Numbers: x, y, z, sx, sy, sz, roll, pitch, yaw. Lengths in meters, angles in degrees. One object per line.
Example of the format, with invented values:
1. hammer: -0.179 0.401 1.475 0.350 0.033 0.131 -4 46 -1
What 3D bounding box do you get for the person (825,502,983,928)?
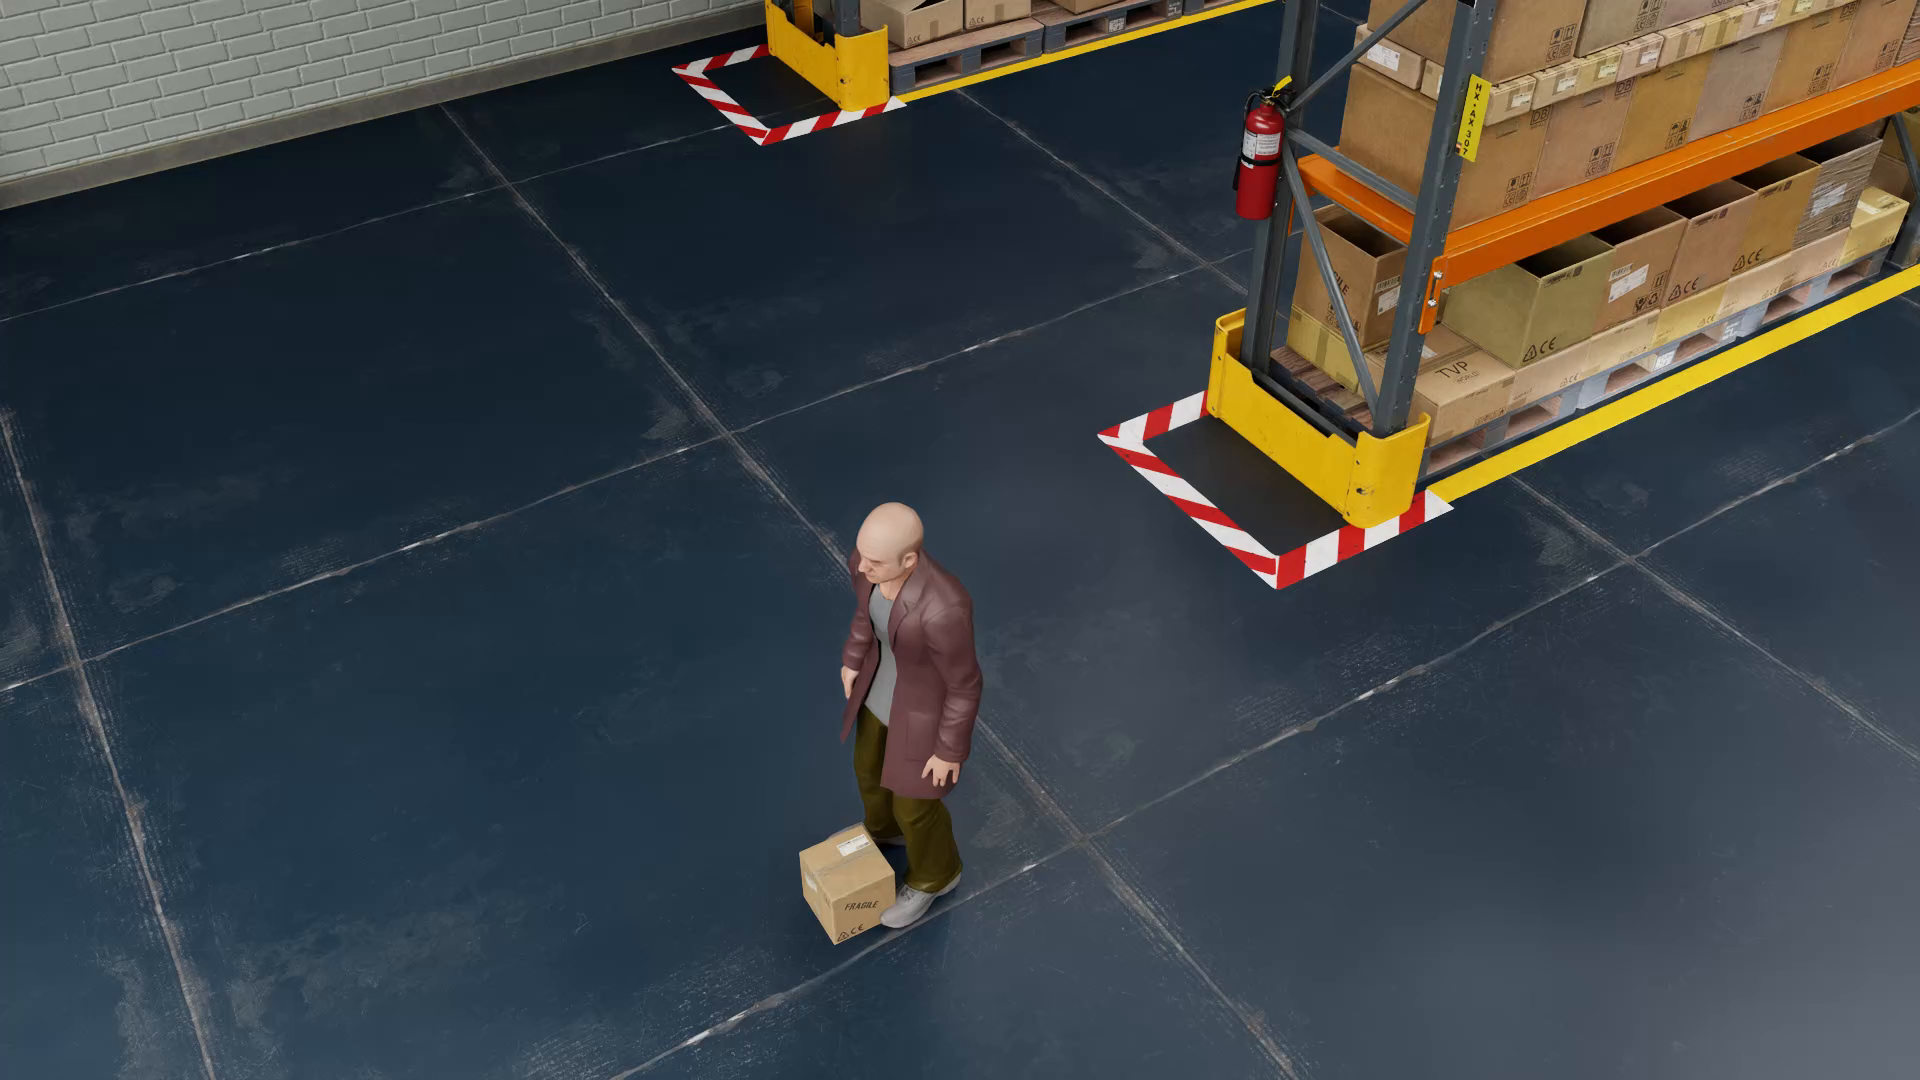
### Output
1. person: -0.184 0.555 5.514 0.429 1.772 0.645 -25 46 -26
